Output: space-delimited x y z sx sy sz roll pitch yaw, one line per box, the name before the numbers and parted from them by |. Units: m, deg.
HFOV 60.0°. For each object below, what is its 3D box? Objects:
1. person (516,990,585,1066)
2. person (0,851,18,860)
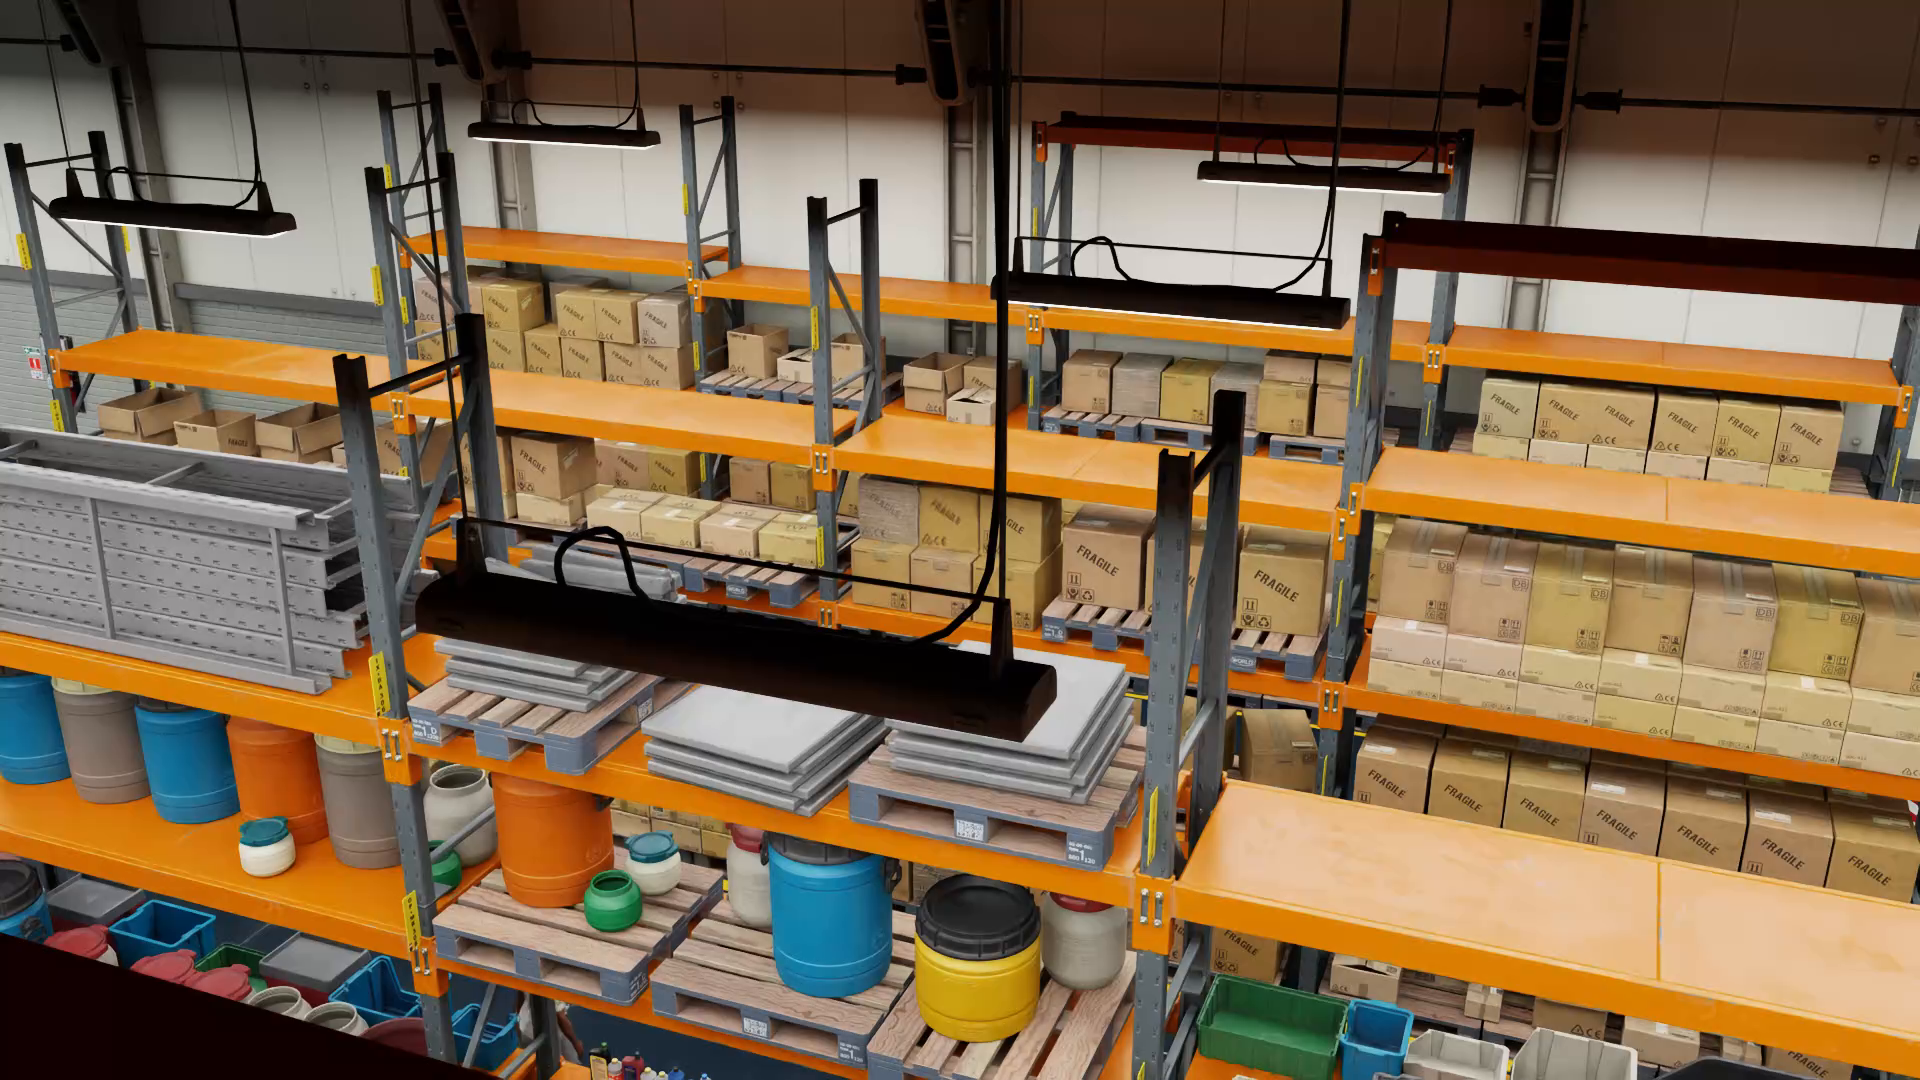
person | -2.813 3.330 11.309 0.842 1.682 0.470 -7 22 -17
person | -8.288 2.264 14.111 0.958 1.627 0.473 8 22 21
